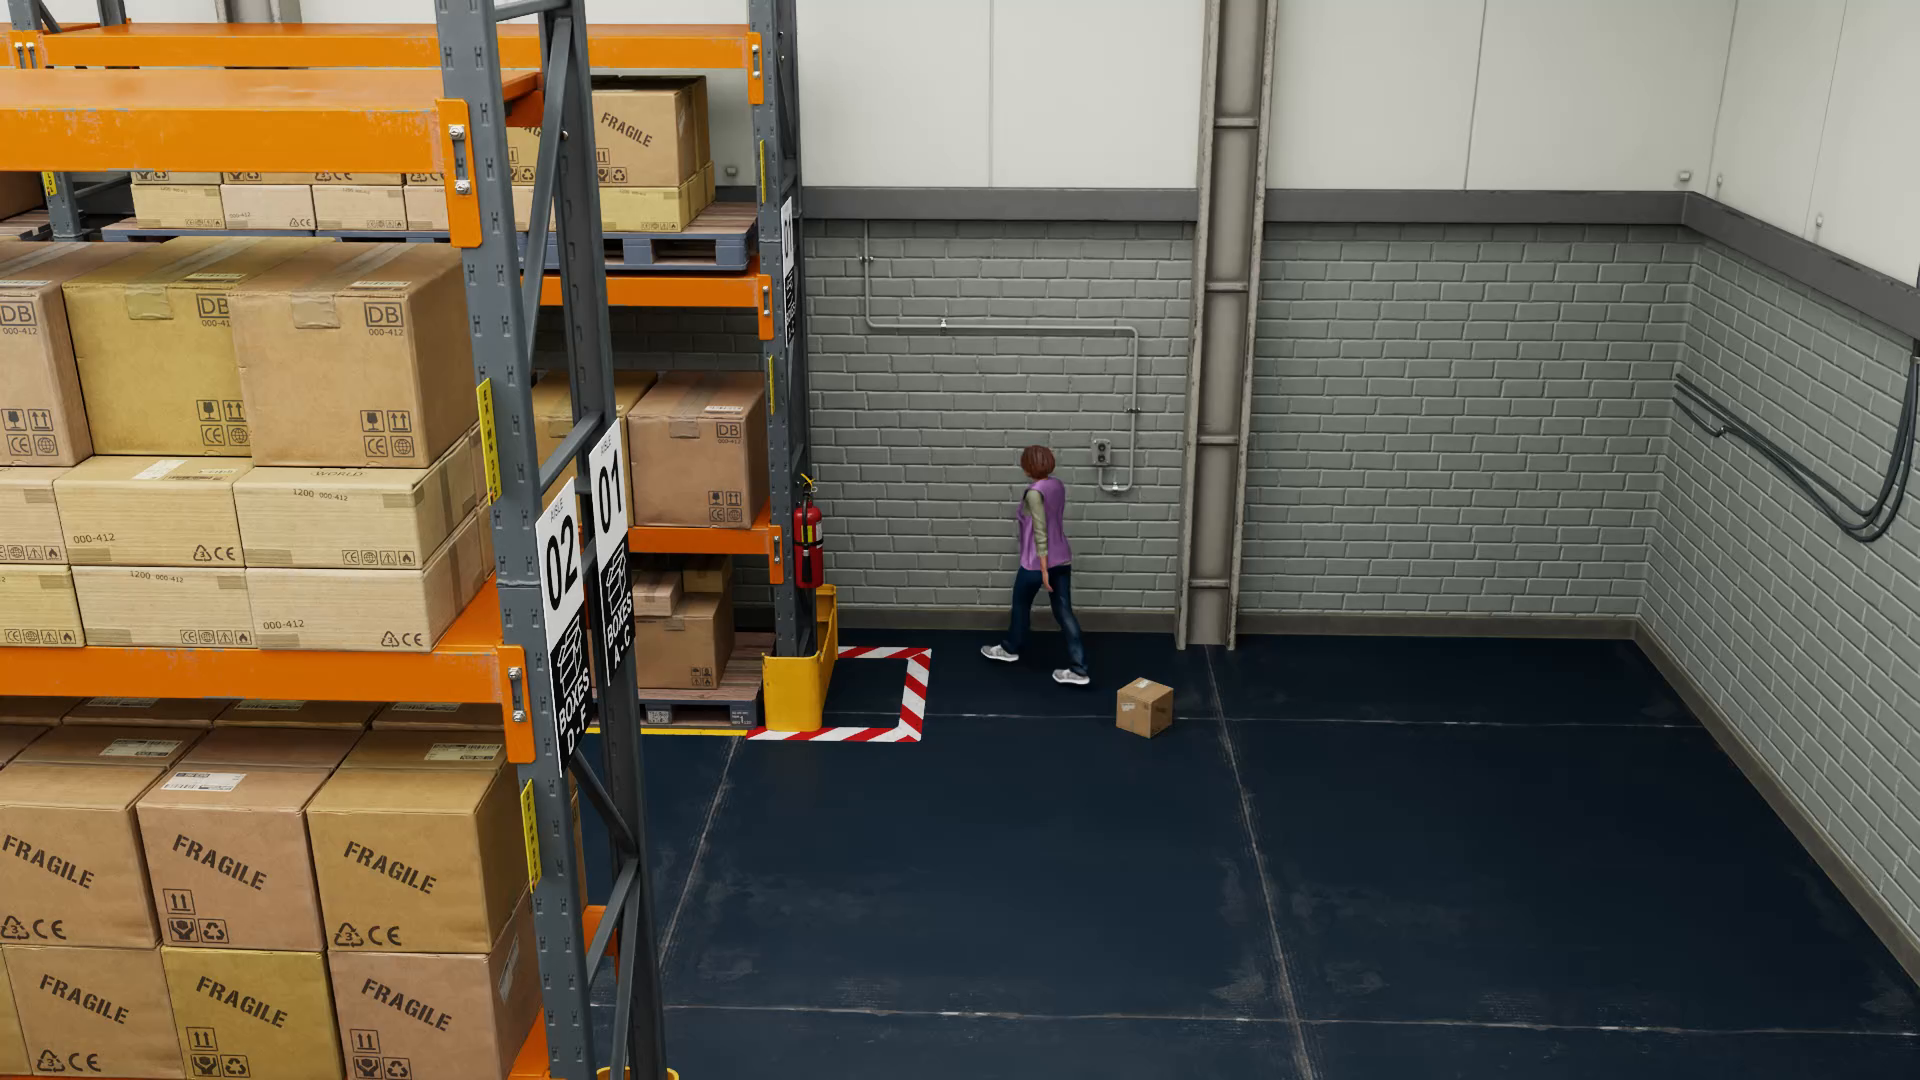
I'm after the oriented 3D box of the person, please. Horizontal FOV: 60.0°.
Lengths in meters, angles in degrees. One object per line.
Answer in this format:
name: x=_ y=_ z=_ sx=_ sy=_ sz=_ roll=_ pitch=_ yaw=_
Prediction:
person: x=0.544 y=0.127 z=10.754 sx=0.411 sy=1.539 sz=0.872 roll=-19 pitch=28 yaw=-40
